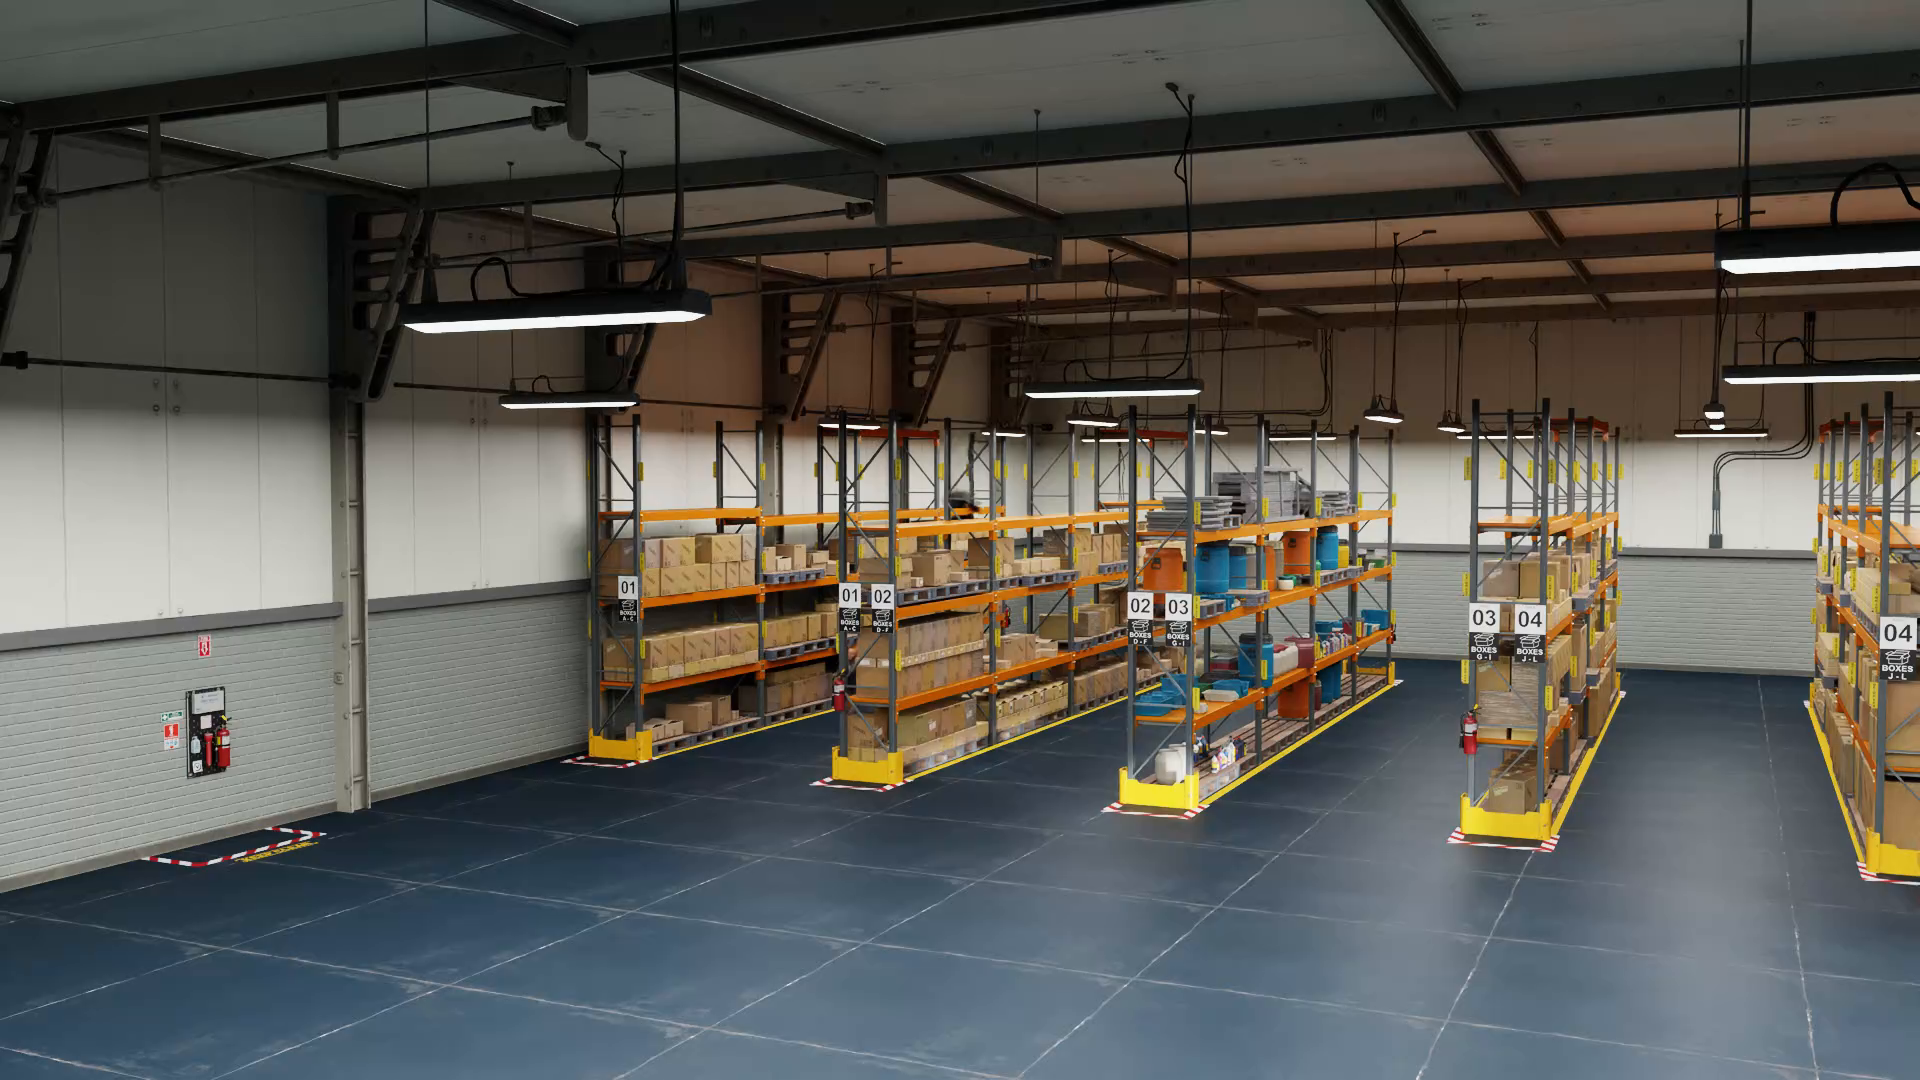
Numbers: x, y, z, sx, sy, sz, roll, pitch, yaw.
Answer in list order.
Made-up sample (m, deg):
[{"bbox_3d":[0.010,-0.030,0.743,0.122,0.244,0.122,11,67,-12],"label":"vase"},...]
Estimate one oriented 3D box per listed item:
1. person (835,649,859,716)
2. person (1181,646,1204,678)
[{"bbox_3d":[-2.020,2.880,31.210,0.684,1.712,0.873,0,2,10],"label":"person"},{"bbox_3d":[4.485,2.853,32.140,0.578,1.627,0.614,1,3,26],"label":"person"}]
